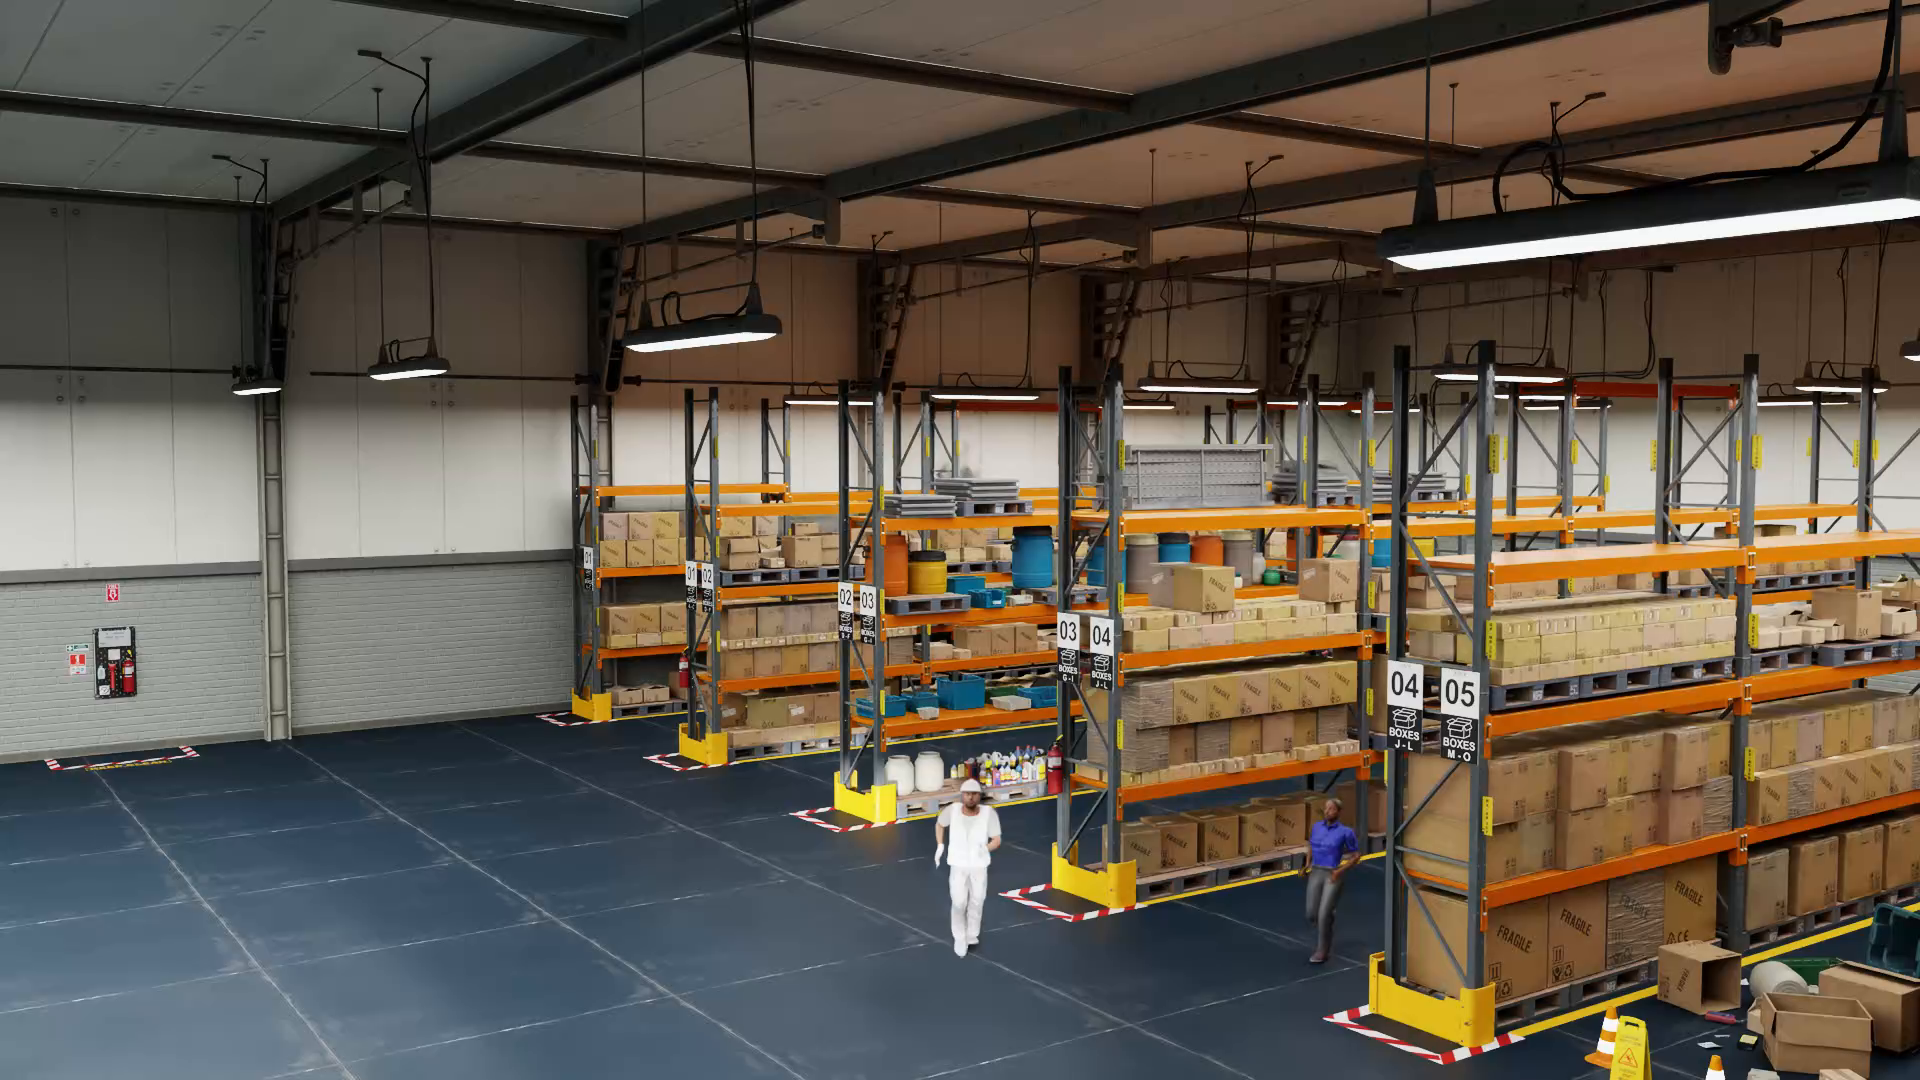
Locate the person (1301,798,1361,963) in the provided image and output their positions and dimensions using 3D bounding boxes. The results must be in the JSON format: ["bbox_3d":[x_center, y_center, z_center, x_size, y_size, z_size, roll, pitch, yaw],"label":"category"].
[{"bbox_3d":[3.693,3.369,16.581,0.568,1.603,0.616,3,4,39],"label":"person"}]

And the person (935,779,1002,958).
[{"bbox_3d":[0.084,3.277,16.634,0.660,1.791,0.799,0,3,-3],"label":"person"}]
